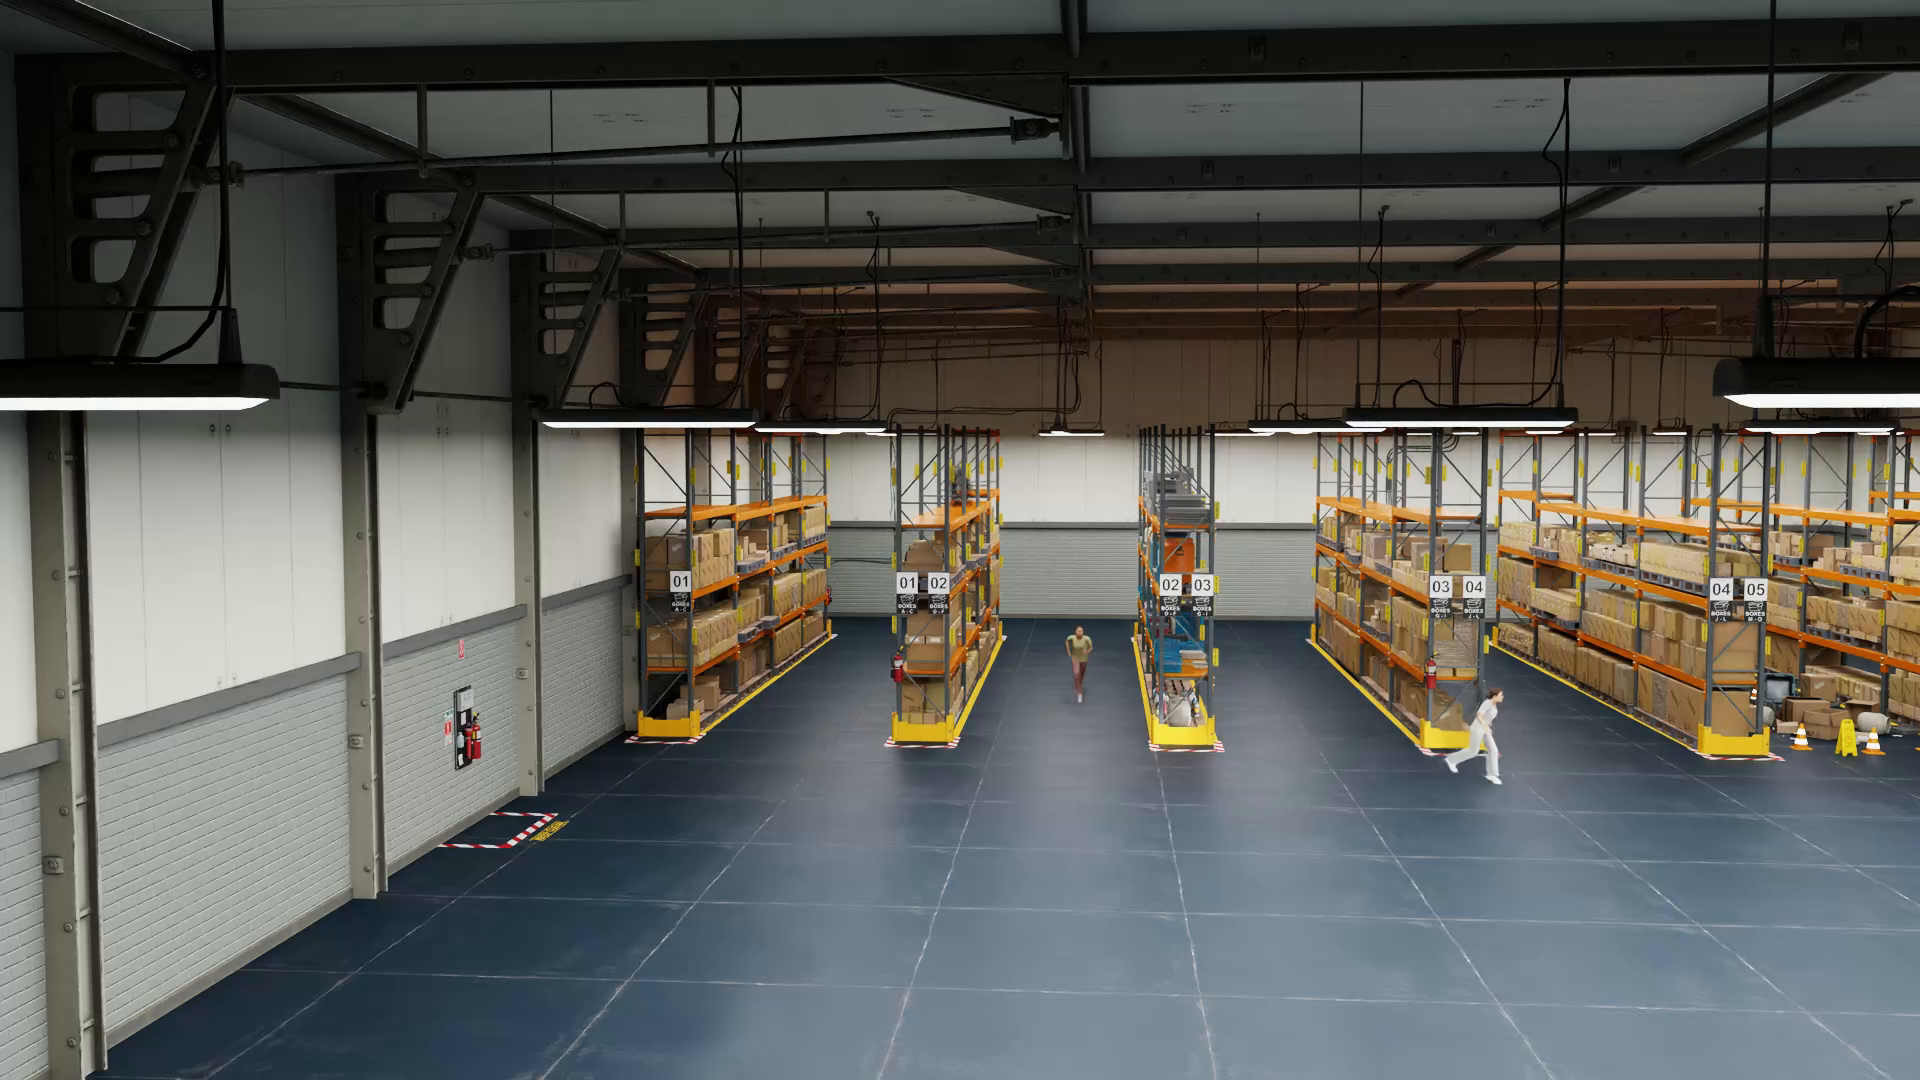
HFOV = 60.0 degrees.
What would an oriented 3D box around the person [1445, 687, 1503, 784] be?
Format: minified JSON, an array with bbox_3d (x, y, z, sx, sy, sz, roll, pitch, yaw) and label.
[{"bbox_3d":[8.637,3.245,27.871,0.991,1.621,0.591,2,4,31],"label":"person"}]

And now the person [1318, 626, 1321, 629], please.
[{"bbox_3d":[10.708,1.957,47.679,0.917,1.755,0.642,2,4,25],"label":"person"}]

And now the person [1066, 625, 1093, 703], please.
[{"bbox_3d":[2.621,2.681,36.525,0.581,1.666,1.082,0,3,-3],"label":"person"}]
